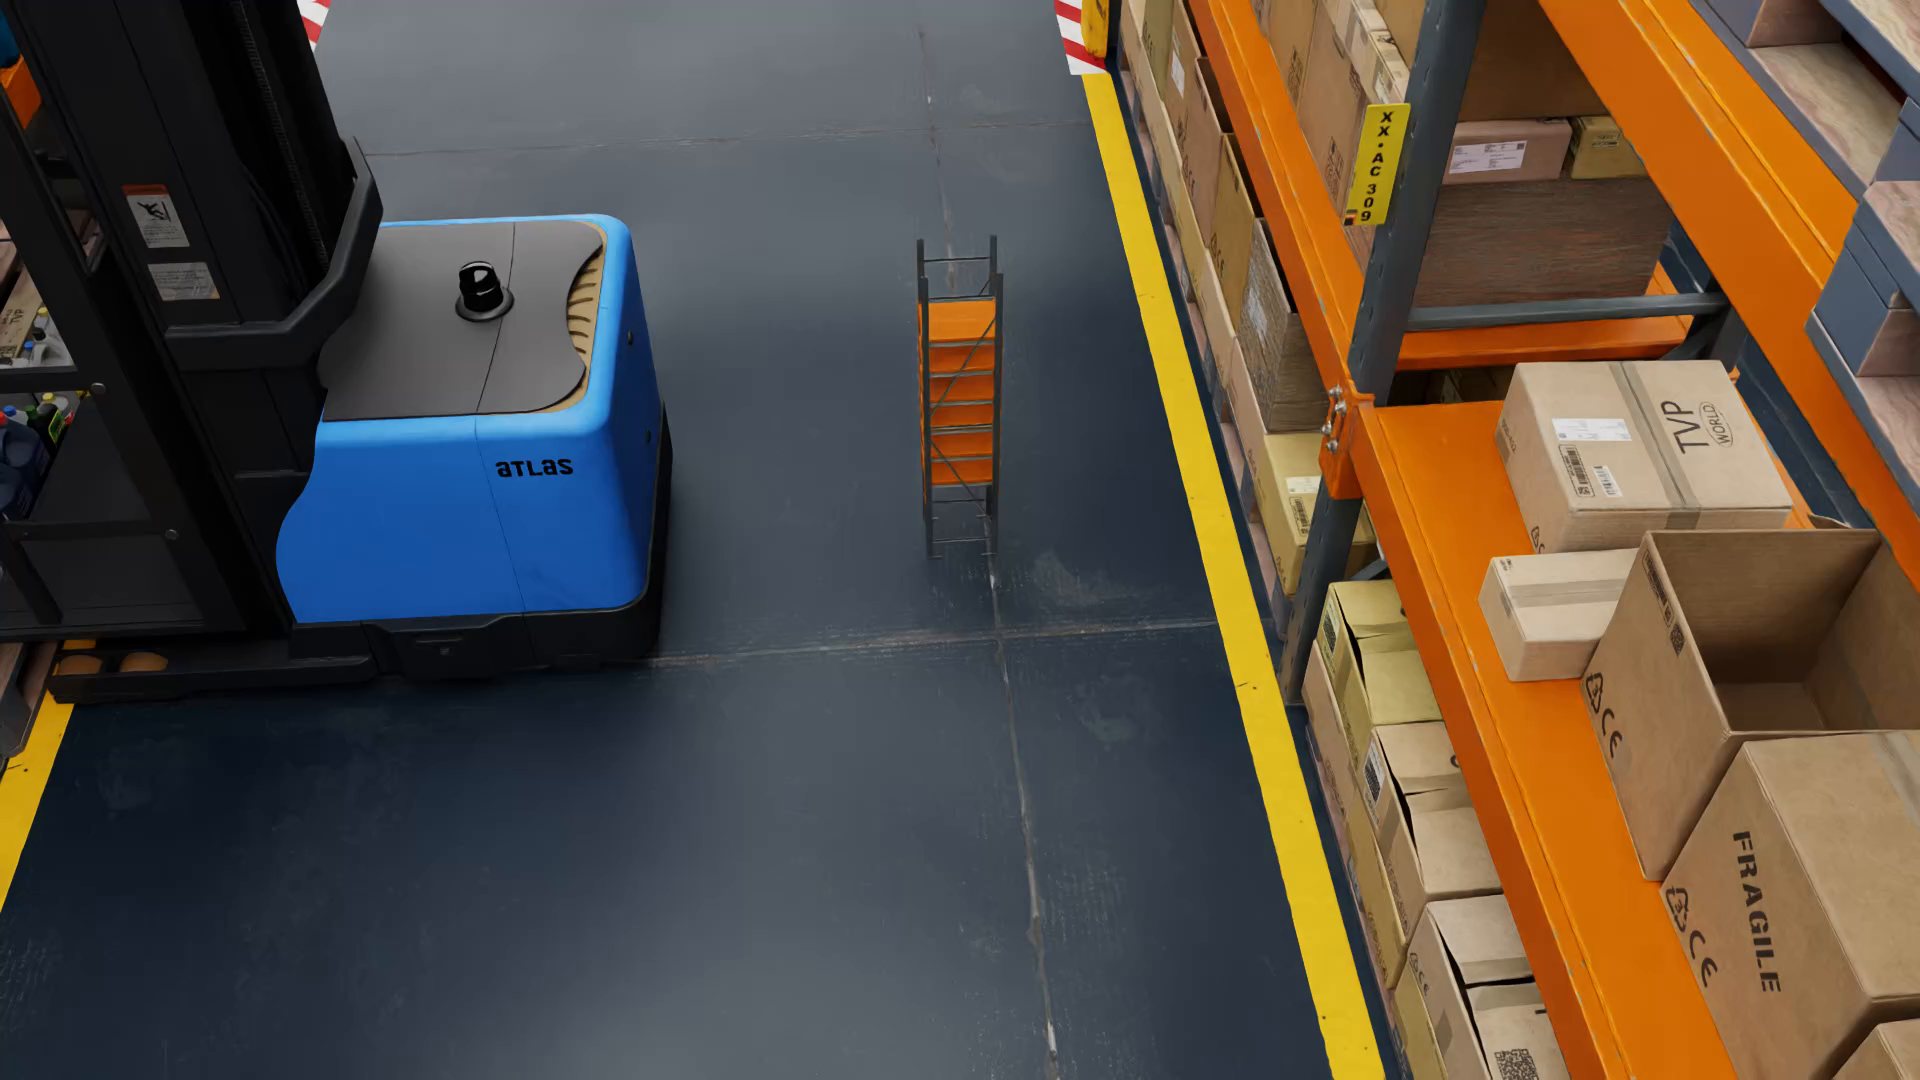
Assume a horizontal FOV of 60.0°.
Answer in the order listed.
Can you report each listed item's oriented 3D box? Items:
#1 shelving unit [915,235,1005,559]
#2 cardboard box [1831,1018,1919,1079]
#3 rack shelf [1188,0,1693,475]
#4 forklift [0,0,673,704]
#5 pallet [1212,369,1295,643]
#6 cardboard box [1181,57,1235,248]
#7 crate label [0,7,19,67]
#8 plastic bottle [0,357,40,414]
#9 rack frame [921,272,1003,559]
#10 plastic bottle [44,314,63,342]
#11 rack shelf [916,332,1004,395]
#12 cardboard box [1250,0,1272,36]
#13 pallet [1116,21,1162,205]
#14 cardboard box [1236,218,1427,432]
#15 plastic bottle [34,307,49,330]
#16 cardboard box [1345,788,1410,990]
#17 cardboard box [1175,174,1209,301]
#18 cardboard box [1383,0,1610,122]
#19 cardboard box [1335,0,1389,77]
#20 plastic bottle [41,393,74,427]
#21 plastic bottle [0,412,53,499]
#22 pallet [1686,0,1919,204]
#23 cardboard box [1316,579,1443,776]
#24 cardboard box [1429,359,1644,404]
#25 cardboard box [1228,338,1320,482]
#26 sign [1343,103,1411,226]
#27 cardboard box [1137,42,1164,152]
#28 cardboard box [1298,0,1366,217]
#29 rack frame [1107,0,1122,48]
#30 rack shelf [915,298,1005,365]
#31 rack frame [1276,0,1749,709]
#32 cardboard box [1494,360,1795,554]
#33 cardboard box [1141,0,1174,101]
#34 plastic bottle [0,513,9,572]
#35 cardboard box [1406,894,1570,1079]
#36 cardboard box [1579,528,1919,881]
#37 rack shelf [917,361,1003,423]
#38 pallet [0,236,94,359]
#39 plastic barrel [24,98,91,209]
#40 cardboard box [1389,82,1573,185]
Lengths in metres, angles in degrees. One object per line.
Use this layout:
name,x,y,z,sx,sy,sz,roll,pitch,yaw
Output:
shelving unit,-0.001,-0.423,5.324,0.258,1.200,0.189,-3,47,-3
cardboard box,1.696,1.071,2.601,0.500,0.500,0.500,-6,47,-5
rack shelf,1.350,-1.776,5.861,1.077,0.370,4.000,-3,47,-3
forklift,-2.510,-0.888,4.572,3.031,2.935,1.130,-3,47,-3
pallet,1.493,-0.195,5.789,1.003,0.211,1.213,-3,47,-3
cardboard box,1.129,-1.440,6.136,0.500,0.500,0.500,-3,47,-3
crate label,-3.330,-1.869,5.429,0.502,0.435,0.616,-3,47,-3
plastic bottle,-3.270,-0.518,5.748,0.152,0.276,0.135,-3,47,-3
rack frame,0.006,-0.357,5.262,0.240,1.200,0.006,-3,47,-3
plastic bottle,-3.140,-0.706,5.874,0.144,0.351,0.185,-2,47,-2
rack shelf,-0.001,-0.558,5.182,0.258,0.103,0.180,-3,47,-3
cardboard box,1.341,-2.046,5.553,0.700,0.500,0.500,-2,47,-2
pallet,1.288,-1.960,7.461,1.003,0.211,1.213,-3,47,-3
cardboard box,1.231,-0.717,5.452,0.500,0.500,0.500,-3,47,-3
plastic bottle,-3.280,-0.753,6.022,0.097,0.201,0.097,0,47,0
cardboard box,1.346,0.902,4.434,0.500,0.250,0.500,-2,47,-2
cardboard box,1.130,-1.182,6.408,0.500,0.250,0.500,-3,47,-3
cardboard box,1.474,-1.377,4.026,0.700,0.500,0.500,-3,47,-3
cardboard box,1.238,-1.385,4.480,0.380,0.149,0.250,-5,47,-4
plastic bottle,-3.089,-0.419,5.705,0.097,0.201,0.097,0,47,0
plastic bottle,-3.089,-0.264,5.455,0.144,0.351,0.185,-5,47,-5
pallet,1.604,-0.904,2.606,0.805,0.209,1.217,-5,47,-5
cardboard box,1.304,0.347,4.574,0.500,0.311,0.500,-3,47,-3
cardboard box,1.791,-0.387,5.139,0.500,0.500,0.500,-3,47,-3
cardboard box,1.229,-0.459,5.724,0.500,0.250,0.500,-3,47,-3
sign,0.964,-0.866,3.853,0.100,0.325,0.005,-3,47,-3
cardboard box,1.051,-1.906,7.094,0.500,0.250,0.500,-3,47,-3
cardboard box,1.423,-1.312,4.858,0.700,0.500,0.500,-4,47,-4
rack frame,1.183,-3.470,6.970,1.000,3.000,0.127,-3,47,-3
rack shelf,-0.001,-0.640,5.095,0.258,0.103,0.180,-3,47,-3
rack frame,1.517,-0.576,4.229,1.000,3.000,0.127,-3,47,-3
cardboard box,1.602,-0.171,3.949,0.500,0.250,0.500,-1,47,-1
cardboard box,1.050,-2.164,6.821,0.500,0.500,0.500,-3,47,-3
plastic bottle,-3.063,0.018,5.240,0.152,0.276,0.135,-2,47,-2
cardboard box,1.385,1.083,3.876,0.500,0.311,0.500,-5,47,-5
cardboard box,1.610,0.328,3.305,0.500,0.500,0.500,0,47,0
rack shelf,-0.001,-0.475,5.269,0.258,0.103,0.180,-3,47,-3
pallet,-3.539,-0.692,6.260,1.003,0.211,1.213,-3,47,-3
plastic barrel,-3.581,-1.626,6.649,0.421,0.512,0.421,0,47,0
cardboard box,1.281,-1.017,4.132,0.380,0.149,0.250,-4,47,-3
